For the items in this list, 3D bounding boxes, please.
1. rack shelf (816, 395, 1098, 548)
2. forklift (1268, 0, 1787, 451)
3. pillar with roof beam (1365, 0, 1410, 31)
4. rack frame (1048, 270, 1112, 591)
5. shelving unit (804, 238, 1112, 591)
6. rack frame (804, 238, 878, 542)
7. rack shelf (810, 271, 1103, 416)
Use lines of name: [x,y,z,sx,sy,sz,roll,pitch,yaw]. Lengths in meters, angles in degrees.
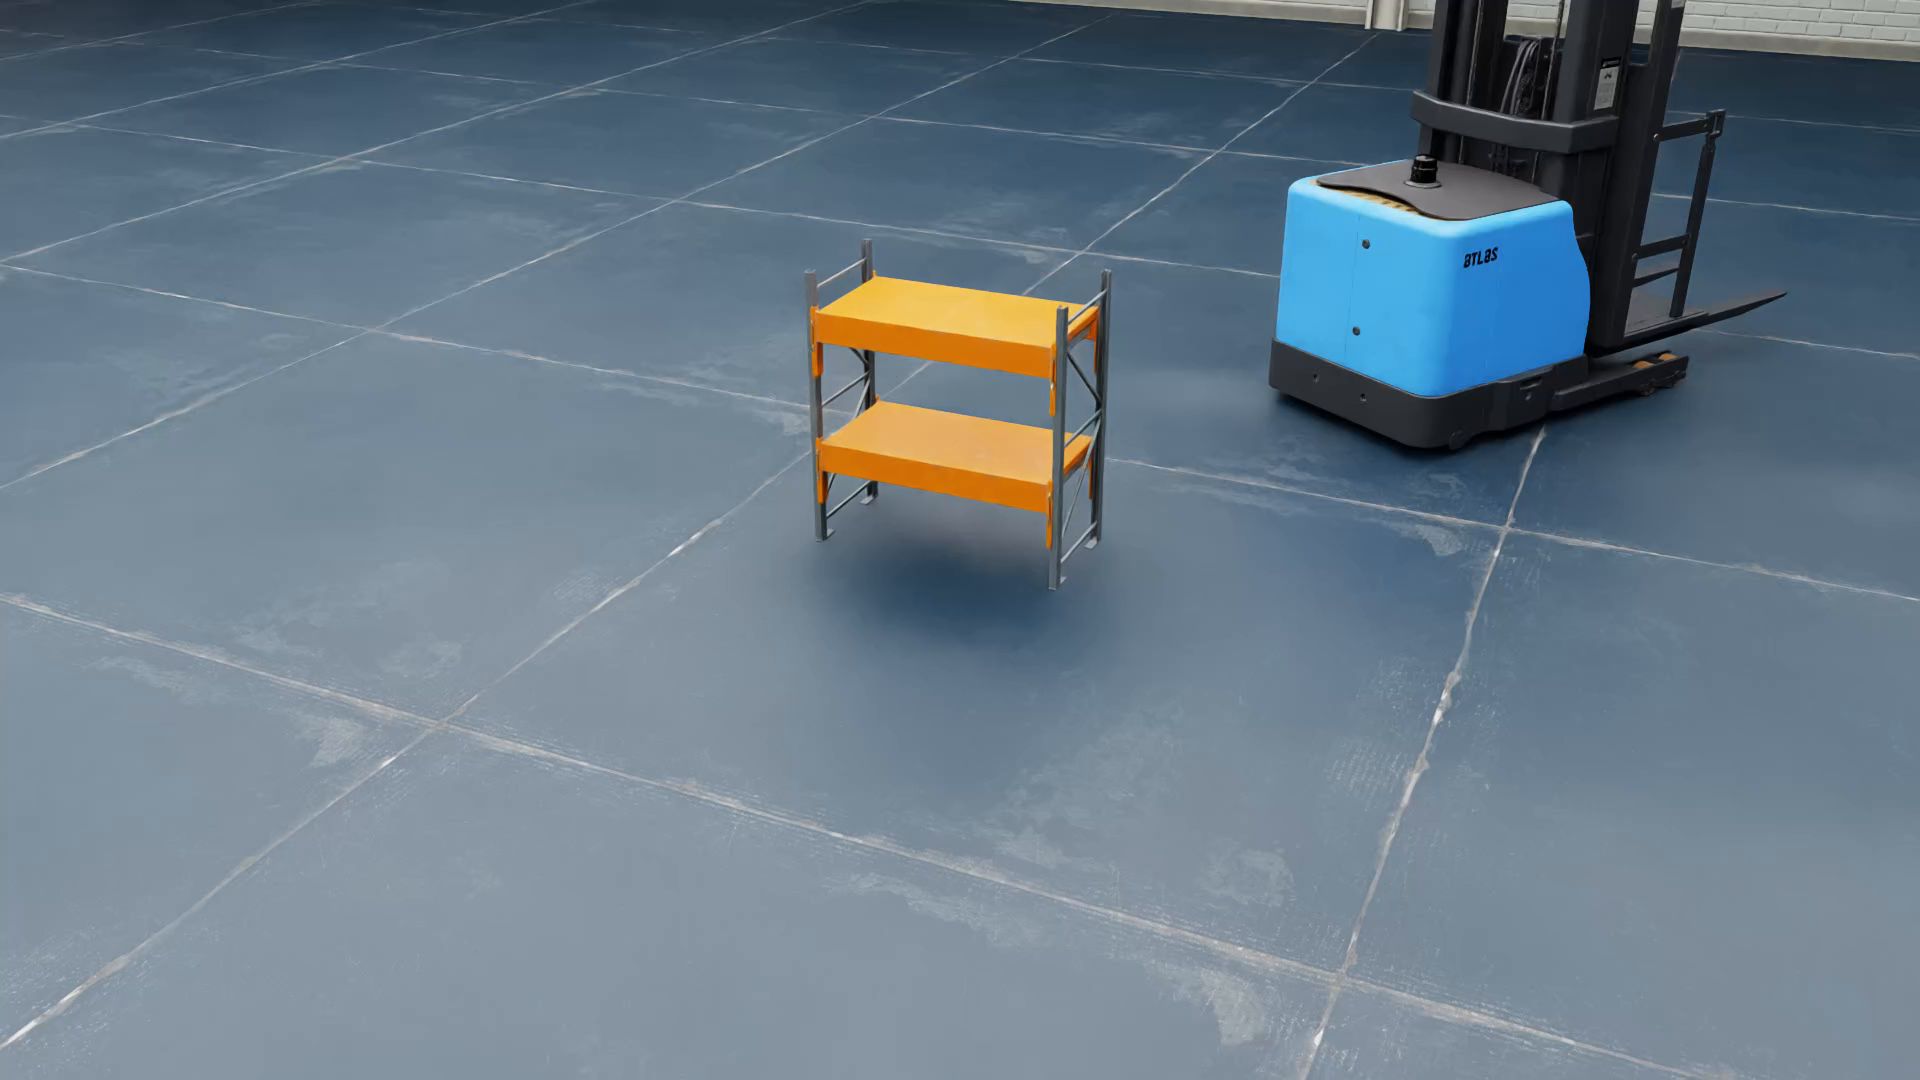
rack shelf: [-0.006,-0.287,6.612,1.000,0.278,0.538,11,28,22]
forklift: [3.019,-2.206,7.911,3.031,2.935,1.130,-16,31,-30]
pillar with roof beam: [2.835,-7.857,12.520,0.400,9.000,9.100,11,28,22]
rack frame: [0.457,-0.413,6.315,0.032,1.125,0.500,11,28,22]
shelving unit: [-0.006,-0.506,6.504,1.048,1.125,0.538,11,28,22]
rack frame: [-0.469,-0.599,6.693,0.032,1.125,0.500,11,28,22]
rack shelf: [-0.006,-0.768,6.375,1.000,0.278,0.538,11,28,22]
